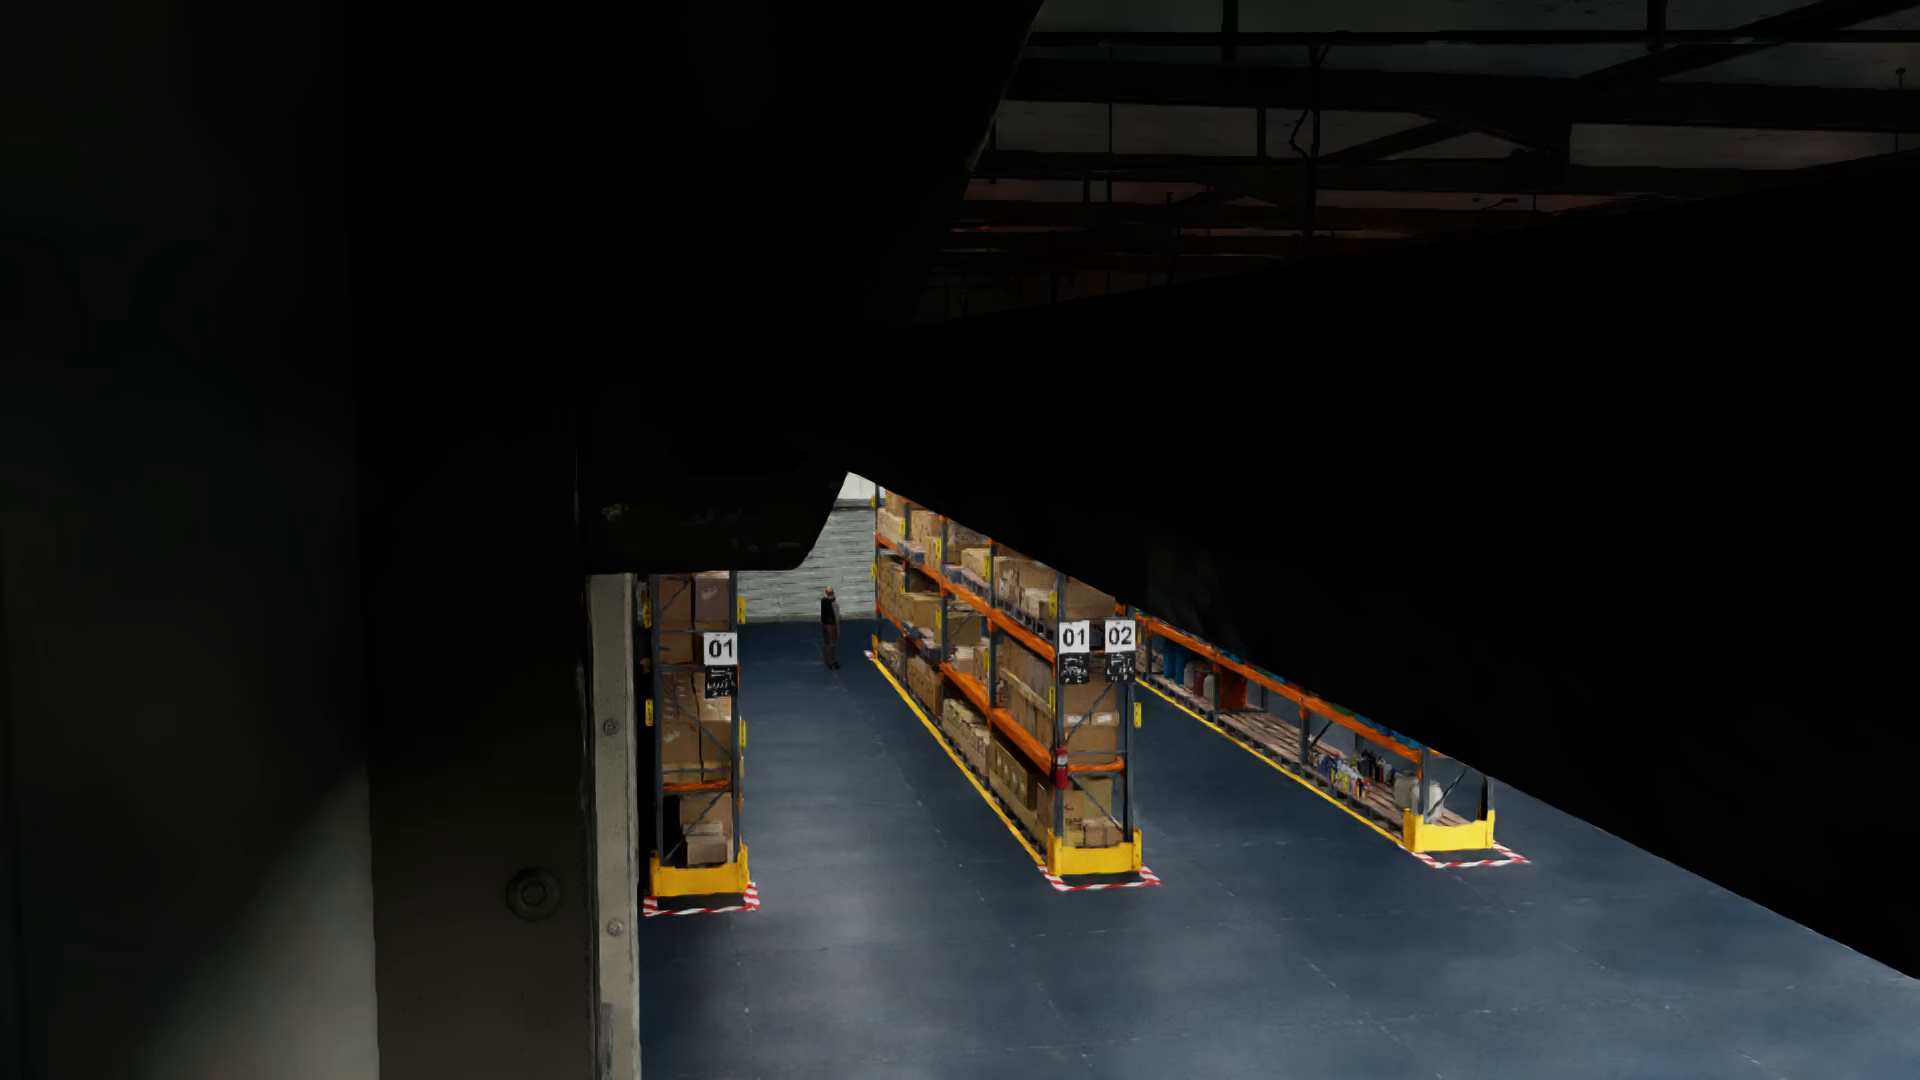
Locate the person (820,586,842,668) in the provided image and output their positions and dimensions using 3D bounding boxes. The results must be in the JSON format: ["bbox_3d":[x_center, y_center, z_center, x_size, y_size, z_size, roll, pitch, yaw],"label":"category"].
[{"bbox_3d":[-2.718,1.829,35.368,0.444,1.725,0.576,-5,8,-41],"label":"person"}]

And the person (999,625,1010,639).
[{"bbox_3d":[0.935,1.788,36.590,0.592,1.604,0.513,-1,6,-13],"label":"person"}]
